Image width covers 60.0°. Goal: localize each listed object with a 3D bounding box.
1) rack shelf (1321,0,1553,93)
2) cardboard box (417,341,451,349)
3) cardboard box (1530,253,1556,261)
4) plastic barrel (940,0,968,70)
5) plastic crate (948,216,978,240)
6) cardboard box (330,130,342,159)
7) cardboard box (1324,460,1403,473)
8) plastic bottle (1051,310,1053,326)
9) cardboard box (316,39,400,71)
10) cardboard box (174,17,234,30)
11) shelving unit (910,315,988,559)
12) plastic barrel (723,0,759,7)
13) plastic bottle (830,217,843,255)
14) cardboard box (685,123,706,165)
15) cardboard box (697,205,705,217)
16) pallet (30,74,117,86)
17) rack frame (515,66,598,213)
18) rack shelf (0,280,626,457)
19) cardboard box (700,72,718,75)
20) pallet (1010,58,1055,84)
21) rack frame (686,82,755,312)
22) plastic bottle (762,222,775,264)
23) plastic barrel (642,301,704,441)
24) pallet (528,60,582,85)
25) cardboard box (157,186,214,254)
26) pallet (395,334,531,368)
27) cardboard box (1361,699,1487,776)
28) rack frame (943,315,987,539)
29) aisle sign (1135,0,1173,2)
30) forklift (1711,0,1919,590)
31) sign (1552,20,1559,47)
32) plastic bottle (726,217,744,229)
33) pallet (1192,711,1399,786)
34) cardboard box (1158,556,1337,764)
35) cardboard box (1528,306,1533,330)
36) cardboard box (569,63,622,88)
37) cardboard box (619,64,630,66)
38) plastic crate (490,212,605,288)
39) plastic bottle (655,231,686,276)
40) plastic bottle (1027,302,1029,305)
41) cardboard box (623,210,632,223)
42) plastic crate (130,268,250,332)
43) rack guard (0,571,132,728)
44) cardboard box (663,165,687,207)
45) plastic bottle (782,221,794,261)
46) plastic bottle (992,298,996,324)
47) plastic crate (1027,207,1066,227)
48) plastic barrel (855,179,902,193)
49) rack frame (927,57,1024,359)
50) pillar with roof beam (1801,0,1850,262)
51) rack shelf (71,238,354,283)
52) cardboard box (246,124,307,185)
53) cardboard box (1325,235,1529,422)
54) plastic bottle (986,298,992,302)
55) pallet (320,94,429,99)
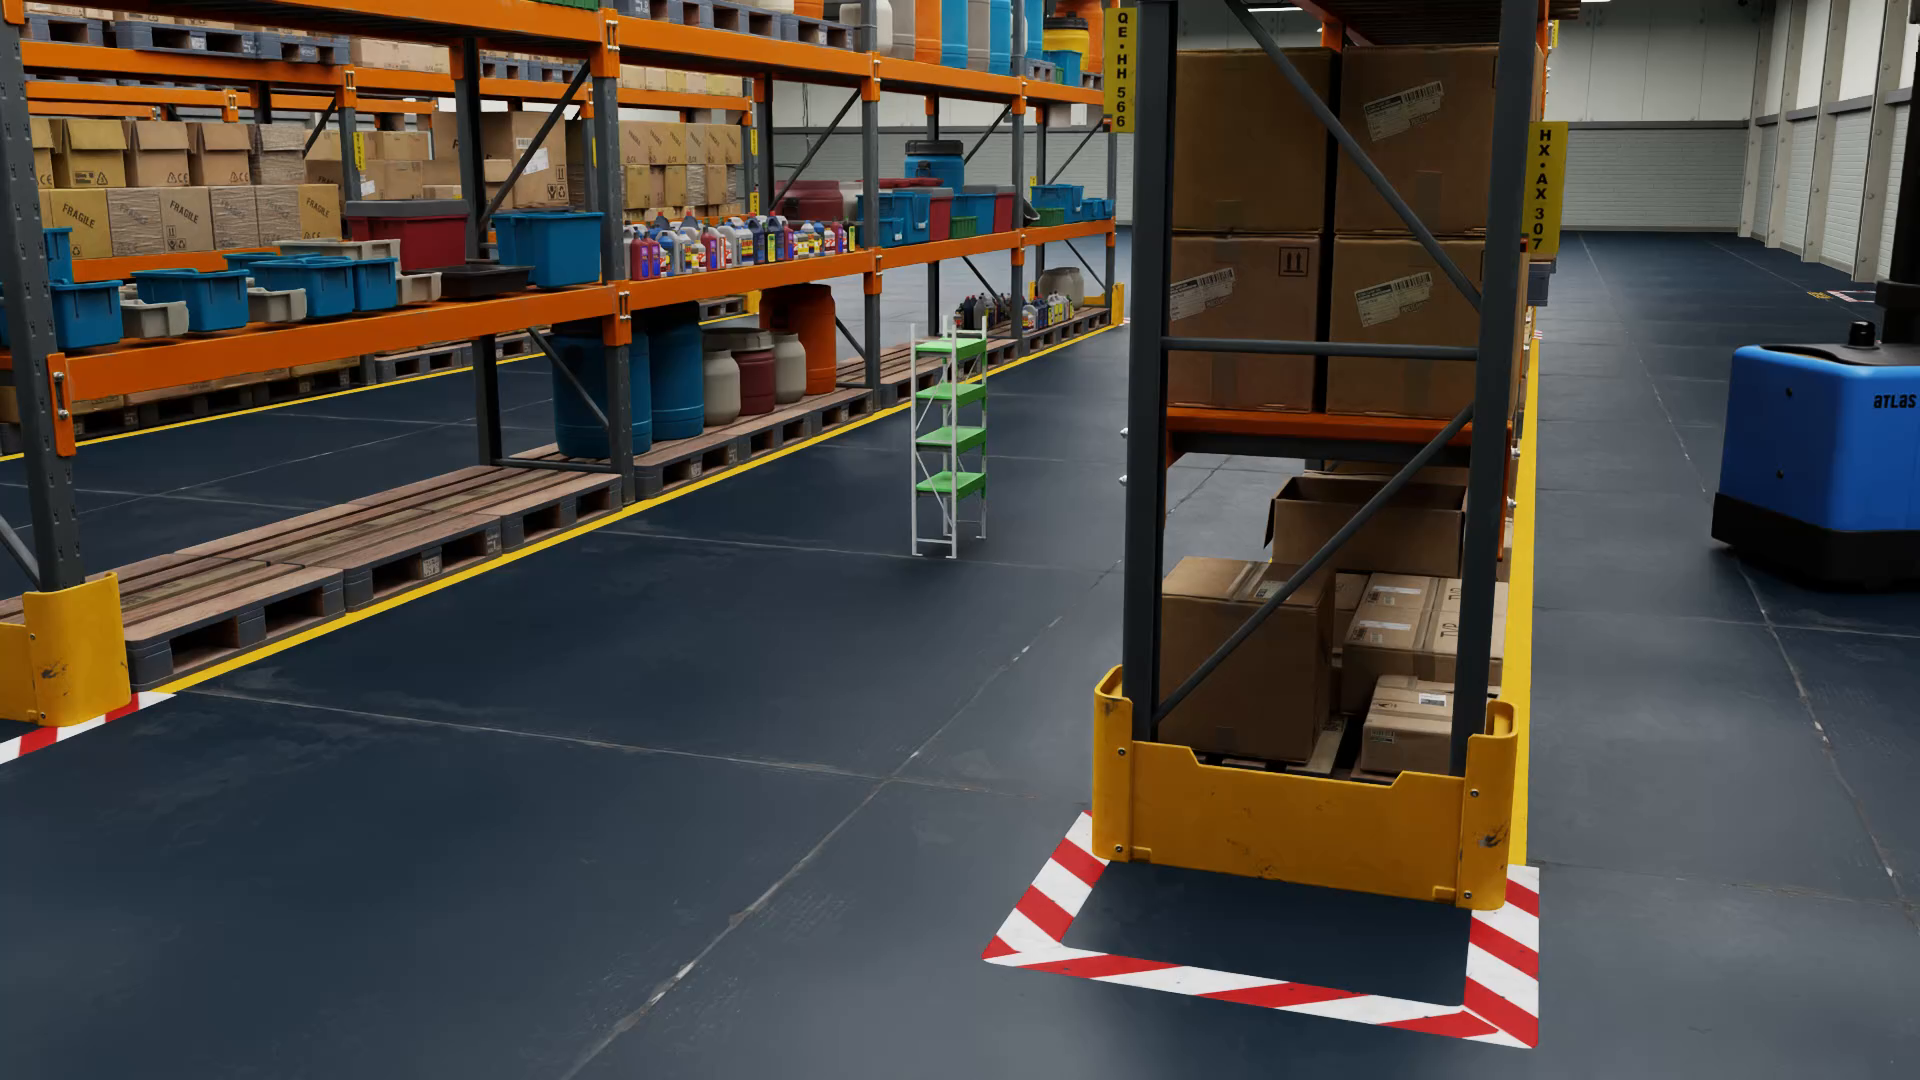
[{"bbox_3d":[2.899,-2.882,9.748,1.077,0.370,4.000,4,14,18],"label":"rack shelf"},{"bbox_3d":[-5.461,-2.161,16.344,0.700,0.500,0.500,3,13,14],"label":"cardboard box"},{"bbox_3d":[2.617,-1.686,8.466,0.700,0.500,0.500,0,13,-1],"label":"cardboard box"},{"bbox_3d":[-0.228,-4.699,14.969,0.600,0.901,0.708,4,14,18],"label":"plastic barrel"},{"bbox_3d":[-0.142,-2.900,15.431,0.450,0.188,0.662,4,14,18],"label":"plastic crate"},{"bbox_3d":[-8.504,-5.141,22.006,0.875,0.550,0.500,4,14,18],"label":"cardboard box"},{"bbox_3d":[2.140,-0.469,8.932,0.500,0.500,0.500,4,14,18],"label":"cardboard box"},{"bbox_3d":[0.983,-2.479,18.407,0.097,0.201,0.097,0,13,0],"label":"plastic bottle"},{"bbox_3d":[-5.434,-4.375,15.011,0.500,0.250,0.500,5,14,19],"label":"cardboard box"},{"bbox_3d":[-6.152,-4.299,13.174,0.500,0.500,0.500,5,14,21],"label":"cardboard box"},{"bbox_3d":[-0.054,-0.550,8.702,0.258,1.200,0.503,4,14,18],"label":"shelving unit"},{"bbox_3d":[-1.571,-3.898,11.334,0.433,0.535,0.433,0,13,0],"label":"plastic barrel"},{"bbox_3d":[-0.942,-2.327,12.705,0.061,0.283,0.133,4,14,18],"label":"plastic bottle"},{"bbox_3d":[-3.503,-4.926,20.691,0.500,0.500,0.500,4,14,18],"label":"cardboard box"},{"bbox_3d":[-3.464,-4.182,21.134,0.380,0.149,0.250,4,14,18],"label":"cardboard box"},{"bbox_3d":[-9.970,-5.029,17.963,1.003,0.211,1.213,5,14,21],"label":"pallet"},{"bbox_3d":[-4.532,-3.747,18.665,1.000,3.000,0.127,4,14,18],"label":"rack frame"},{"bbox_3d":[-3.081,-0.934,7.958,1.077,0.370,4.000,4,14,18],"label":"rack shelf"},{"bbox_3d":[-3.271,-5.926,20.910,0.380,0.149,0.250,4,14,19],"label":"cardboard box"},{"bbox_3d":[0.295,-4.920,17.486,1.213,0.211,1.003,4,14,18],"label":"pallet"},{"bbox_3d":[-3.238,-4.590,22.355,1.000,3.000,0.127,4,14,18],"label":"rack frame"},{"bbox_3d":[-1.340,-2.068,11.570,0.061,0.283,0.133,4,14,18],"label":"plastic bottle"},{"bbox_3d":[-2.013,-1.150,11.059,0.600,0.901,0.708,4,14,18],"label":"plastic barrel"},{"bbox_3d":[-4.833,-4.996,17.816,1.213,0.211,1.003,4,14,18],"label":"pallet"},{"bbox_3d":[-6.249,-2.511,13.023,0.500,0.500,0.500,5,14,19],"label":"cardboard box"},{"bbox_3d":[-5.176,-1.966,17.128,1.003,0.211,1.213,4,14,18],"label":"pallet"},{"bbox_3d":[1.418,0.605,5.013,0.380,0.149,0.250,4,14,18],"label":"cardboard box"},{"bbox_3d":[0.025,-0.601,8.927,0.240,1.200,0.015,4,14,18],"label":"rack frame"},{"bbox_3d":[0.645,-1.782,4.211,0.394,0.787,0.004,4,14,18],"label":"aisle sign"},{"bbox_3d":[5.503,-1.321,8.190,3.031,2.935,1.130,-2,13,-8],"label":"forklift"},{"bbox_3d":[6.643,-5.689,18.619,0.100,0.325,0.005,4,14,18],"label":"sign"},{"bbox_3d":[-1.735,-2.323,12.703,0.152,0.276,0.135,4,14,18],"label":"plastic bottle"},{"bbox_3d":[1.239,0.669,5.583,1.003,0.211,1.213,4,14,18],"label":"pallet"},{"bbox_3d":[0.900,0.365,5.275,0.500,0.500,0.500,4,14,18],"label":"cardboard box"},{"bbox_3d":[4.818,-1.955,14.788,0.500,0.311,0.500,5,14,20],"label":"cardboard box"},{"bbox_3d":[-4.144,-5.213,18.682,0.500,0.250,0.500,4,13,16],"label":"cardboard box"},{"bbox_3d":[-4.005,-5.494,19.018,0.380,0.149,0.250,4,14,19],"label":"cardboard box"},{"bbox_3d":[-2.262,-1.605,9.180,0.392,0.384,0.575,4,14,18],"label":"plastic crate"},{"bbox_3d":[-1.805,-1.793,10.381,0.152,0.276,0.135,4,14,18],"label":"plastic bottle"},{"bbox_3d":[0.741,-2.454,18.143,0.097,0.271,0.097,0,13,0],"label":"plastic bottle"},{"bbox_3d":[-4.030,-3.755,19.262,0.380,0.149,0.250,4,14,18],"label":"cardboard box"},{"bbox_3d":[-3.124,-0.979,6.776,0.416,0.233,0.300,4,14,18],"label":"plastic crate"},{"bbox_3d":[-3.724,0.361,6.285,1.175,0.500,0.348,4,14,18],"label":"rack guard"},{"bbox_3d":[-3.866,-4.349,20.408,0.875,0.500,0.500,4,14,18],"label":"cardboard box"},{"bbox_3d":[-1.237,-2.135,11.864,0.061,0.283,0.133,4,14,18],"label":"plastic bottle"},{"bbox_3d":[0.362,-2.544,18.507,0.061,0.283,0.133,4,14,18],"label":"plastic bottle"},{"bbox_3d":[0.861,-3.553,18.290,0.450,0.188,0.662,4,14,18],"label":"plastic crate"},{"bbox_3d":[-0.740,-3.026,15.198,0.433,0.535,0.433,0,13,0],"label":"plastic barrel"},{"bbox_3d":[0.154,-3.391,17.103,1.000,3.000,0.127,4,14,18],"label":"rack frame"},{"bbox_3d":[13.165,-10.335,34.044,9.100,9.000,0.400,4,14,18],"label":"pillar with roof beam"},{"bbox_3d":[-6.474,-2.133,13.210,1.077,0.370,4.000,4,14,18],"label":"rack shelf"},{"bbox_3d":[-6.078,-3.290,14.183,0.797,0.503,0.637,5,14,20],"label":"cardboard box"},{"bbox_3d":[1.350,-0.630,4.782,0.500,0.500,0.500,5,14,20],"label":"cardboard box"},{"bbox_3d":[0.313,-2.576,18.666,0.152,0.276,0.135,5,14,19],"label":"plastic bottle"},{"bbox_3d":[-8.129,-6.230,23.001,1.003,0.211,1.213,4,14,18],"label":"pallet"}]
